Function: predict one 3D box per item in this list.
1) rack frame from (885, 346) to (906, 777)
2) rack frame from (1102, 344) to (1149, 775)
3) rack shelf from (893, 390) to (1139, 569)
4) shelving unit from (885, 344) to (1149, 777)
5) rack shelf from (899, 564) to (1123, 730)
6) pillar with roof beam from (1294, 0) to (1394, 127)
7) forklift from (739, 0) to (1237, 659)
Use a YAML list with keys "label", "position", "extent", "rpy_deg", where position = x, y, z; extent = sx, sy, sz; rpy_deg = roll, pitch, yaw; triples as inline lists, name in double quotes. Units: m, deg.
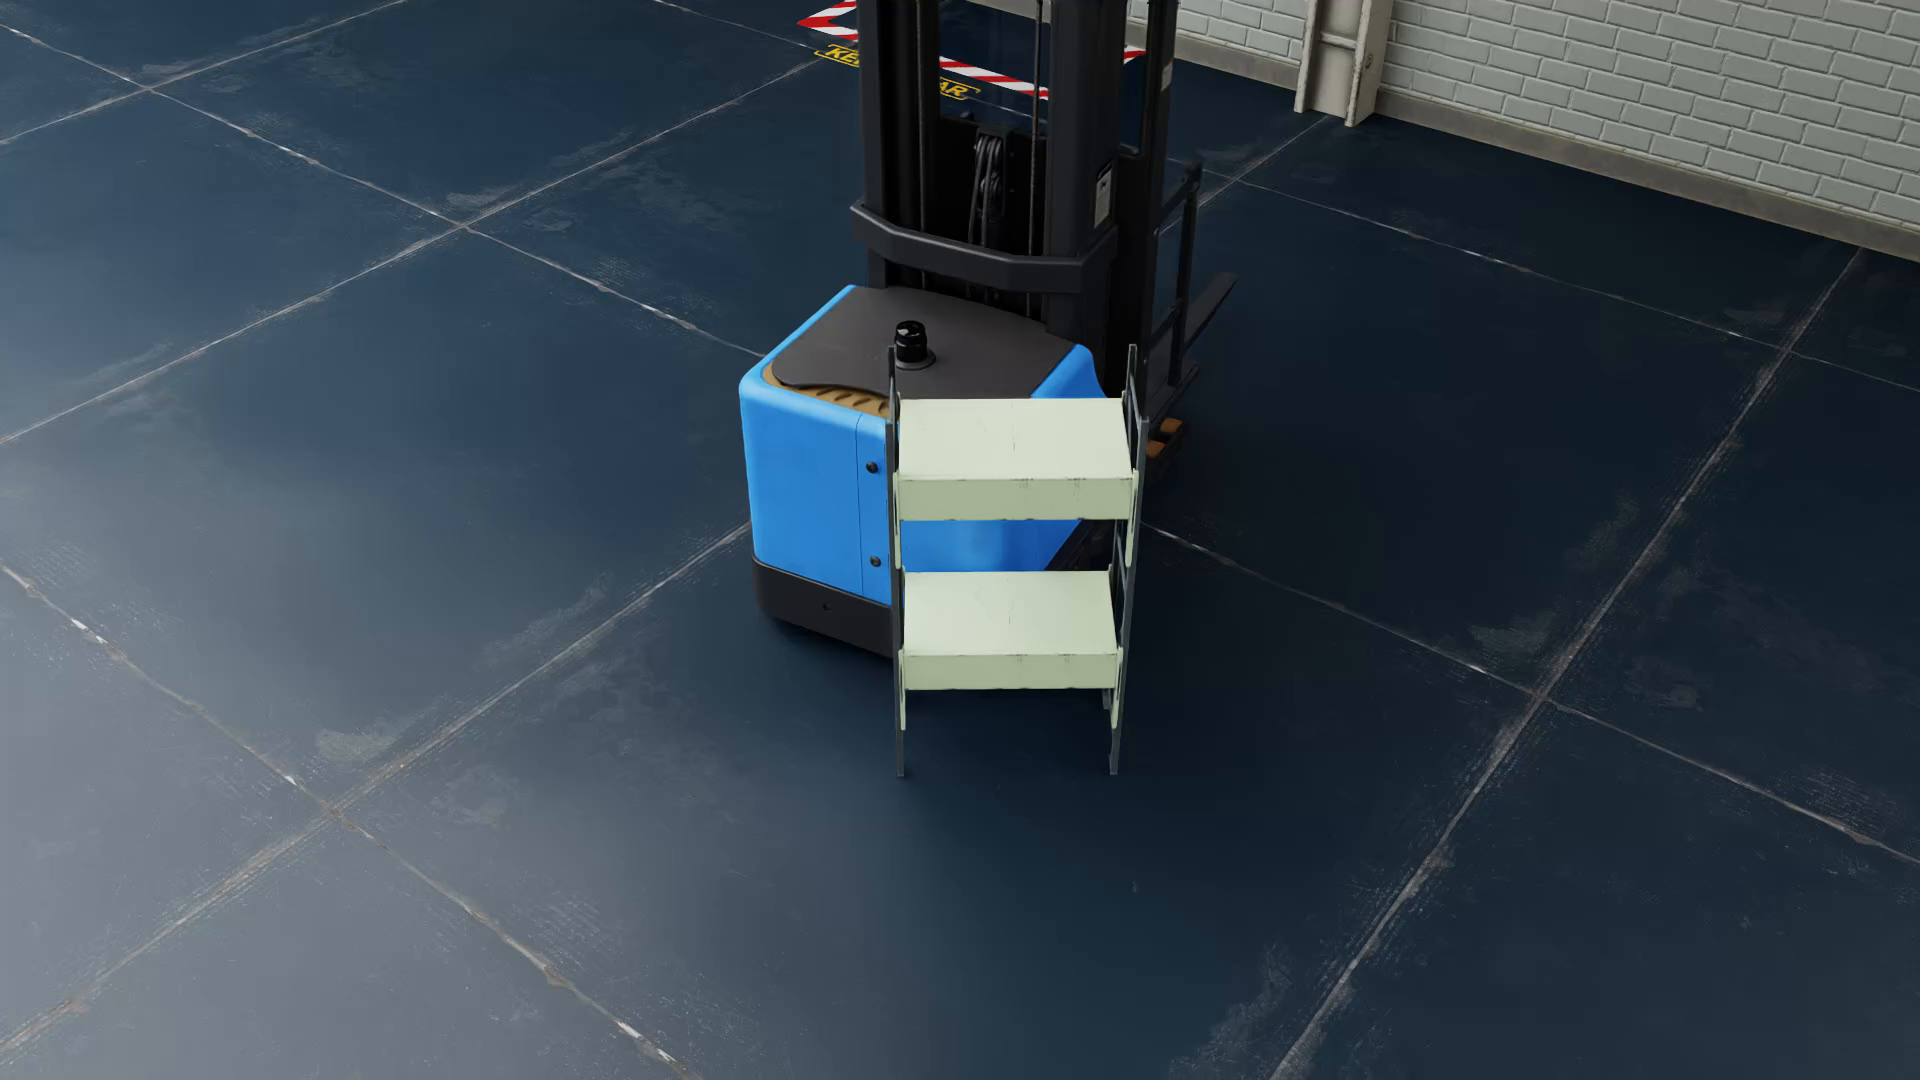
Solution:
- label: "rack frame"
  position: [-0.205, 0.112, 5.376]
  extent: [0.023, 1.500, 0.400]
  rpy_deg: [0, 40, -1]
- label: "rack frame"
  position: [0.527, 0.107, 5.383]
  extent: [0.023, 1.500, 0.400]
  rpy_deg: [0, 40, -1]
- label: "rack shelf"
  position: [0.161, -0.188, 5.128]
  extent: [0.720, 0.370, 0.431]
  rpy_deg: [0, 40, -1]
- label: "shelving unit"
  position: [0.161, 0.110, 5.380]
  extent: [0.755, 1.500, 0.431]
  rpy_deg: [0, 40, -1]
- label: "rack shelf"
  position: [0.161, 0.358, 5.590]
  extent: [0.720, 0.370, 0.431]
  rpy_deg: [0, 40, -1]
- label: "pillar with roof beam"
  position: [-0.346, -4.038, 4.608]
  extent: [0.400, 9.000, 9.100]
  rpy_deg: [25, 45, 29]
- label: "forklift"
  position: [0.343, -1.526, 6.322]
  extent: [1.130, 2.935, 3.031]
  rpy_deg: [18, 41, 21]
